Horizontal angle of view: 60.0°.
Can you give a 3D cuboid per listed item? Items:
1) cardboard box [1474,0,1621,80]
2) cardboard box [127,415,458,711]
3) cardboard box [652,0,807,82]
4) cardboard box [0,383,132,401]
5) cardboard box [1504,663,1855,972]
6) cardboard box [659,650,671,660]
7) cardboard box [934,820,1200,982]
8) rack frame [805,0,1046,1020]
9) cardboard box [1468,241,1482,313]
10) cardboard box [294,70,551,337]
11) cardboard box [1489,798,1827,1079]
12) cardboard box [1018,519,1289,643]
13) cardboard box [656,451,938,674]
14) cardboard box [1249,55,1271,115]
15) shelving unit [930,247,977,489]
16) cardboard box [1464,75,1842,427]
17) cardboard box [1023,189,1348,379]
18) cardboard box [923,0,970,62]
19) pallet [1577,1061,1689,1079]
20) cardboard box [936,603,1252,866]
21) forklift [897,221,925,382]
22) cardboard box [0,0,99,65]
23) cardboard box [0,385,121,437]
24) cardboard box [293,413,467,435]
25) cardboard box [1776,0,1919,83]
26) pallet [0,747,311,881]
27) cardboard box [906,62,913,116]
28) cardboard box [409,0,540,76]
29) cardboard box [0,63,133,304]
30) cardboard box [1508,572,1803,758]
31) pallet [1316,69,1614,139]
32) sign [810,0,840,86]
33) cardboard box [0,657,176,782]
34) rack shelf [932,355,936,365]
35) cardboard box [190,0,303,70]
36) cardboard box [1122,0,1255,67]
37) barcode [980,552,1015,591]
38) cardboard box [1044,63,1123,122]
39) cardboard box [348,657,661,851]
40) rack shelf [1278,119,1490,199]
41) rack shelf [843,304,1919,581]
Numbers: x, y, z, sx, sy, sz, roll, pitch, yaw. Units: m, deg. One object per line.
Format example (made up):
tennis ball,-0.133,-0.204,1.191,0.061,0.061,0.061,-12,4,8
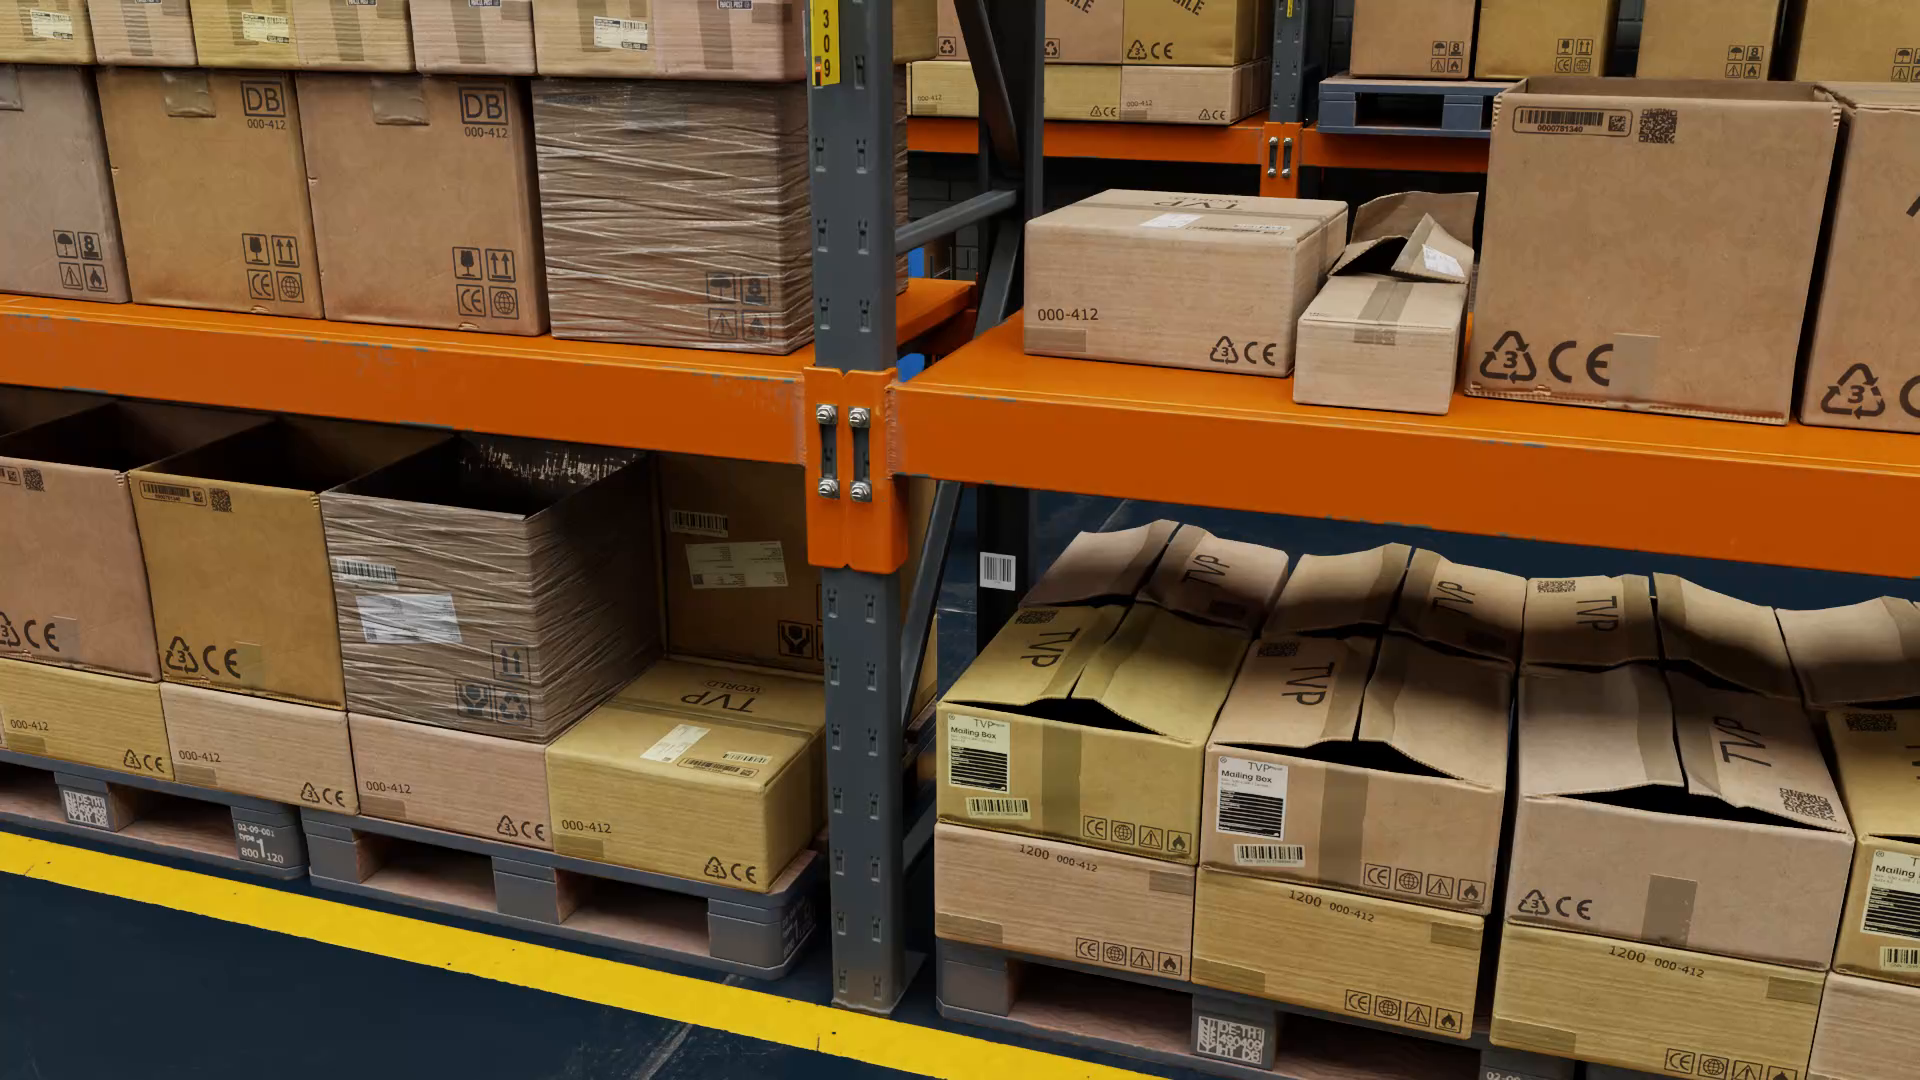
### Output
cardboard box,2.581,-2.287,7.259,0.500,0.500,0.700,9,21,24
cardboard box,-1.488,0.034,3.821,0.500,0.500,0.500,7,20,18
cardboard box,-0.363,-0.936,3.066,0.250,0.149,0.380,7,20,18
cardboard box,-2.261,-0.237,4.598,0.500,0.500,0.500,7,20,18
cardboard box,1.233,0.449,2.918,0.500,0.311,0.500,6,20,16
cardboard box,-0.845,0.281,4.253,0.500,0.250,0.500,7,20,18
cardboard box,0.264,0.601,3.333,0.500,0.250,0.500,6,20,17
rack frame,-0.036,-0.619,3.296,0.127,3.000,1.000,7,20,18
cardboard box,2.287,-1.113,7.841,0.500,0.500,0.700,7,20,20
cardboard box,-0.958,-0.767,3.569,0.500,0.500,0.700,6,20,17
cardboard box,1.236,0.712,3.016,0.500,0.250,0.500,6,20,16
cardboard box,0.441,0.171,3.717,0.500,0.311,0.500,7,20,18
cardboard box,-0.371,-0.021,3.979,0.500,0.500,0.500,7,20,18
cardboard box,1.213,-2.216,8.074,0.500,0.250,0.500,7,20,19
shelving unit,0.051,-0.490,5.887,0.252,1.050,0.215,7,20,18
cardboard box,1.182,-0.522,2.864,0.500,0.500,0.500,8,21,22
cardboard box,0.443,-0.509,3.207,0.500,0.250,0.500,8,21,21
cardboard box,0.093,-2.517,7.799,0.500,0.500,0.500,6,20,16
pallet,1.829,0.896,3.185,1.213,0.211,1.003,7,20,18
cardboard box,0.273,0.338,3.237,0.500,0.311,0.500,7,20,18
forklift,-1.681,-1.644,6.340,3.031,2.935,1.130,9,21,24
cardboard box,-1.814,-1.101,3.540,0.250,0.149,0.380,7,20,20
cardboard box,-2.431,-0.075,4.134,0.500,0.500,0.500,7,20,18
cardboard box,-1.316,-0.129,4.289,0.500,0.500,0.500,7,20,18
cardboard box,3.733,-2.158,6.890,0.500,0.500,0.700,7,20,18
pallet,-1.930,0.467,4.415,1.213,0.211,1.003,7,20,18
cardboard box,-0.384,-2.215,8.072,0.500,0.250,0.500,7,20,19
cardboard box,-0.844,-0.990,3.223,0.250,0.149,0.380,6,20,16
cardboard box,-1.914,-0.878,3.885,0.500,0.500,0.700,7,20,20
cardboard box,1.405,0.279,3.405,0.500,0.311,0.500,6,20,18
pallet,2.260,-1.942,7.381,1.213,0.211,1.003,7,20,18
sign,-0.217,-0.893,2.645,0.005,0.325,0.100,7,20,18
cardboard box,-1.965,0.338,4.088,0.500,0.250,0.500,7,20,18
rack shelf,0.051,-0.748,5.797,0.240,0.259,0.215,7,20,18
cardboard box,-1.324,-1.046,3.383,0.250,0.149,0.380,6,20,18
cardboard box,1.038,-2.408,7.484,0.500,0.500,0.500,6,20,18
barcode,0.068,0.057,3.026,0.075,0.075,0.001,7,20,18
cardboard box,0.571,-2.112,7.775,0.500,0.250,0.500,7,20,18
cardboard box,-1.015,0.442,3.792,0.500,0.250,0.500,7,20,18
rack shelf,3.475,-1.604,7.214,4.000,0.370,1.077,7,20,18
rack shelf,1.853,-0.064,2.794,4.000,0.370,1.077,7,20,18
